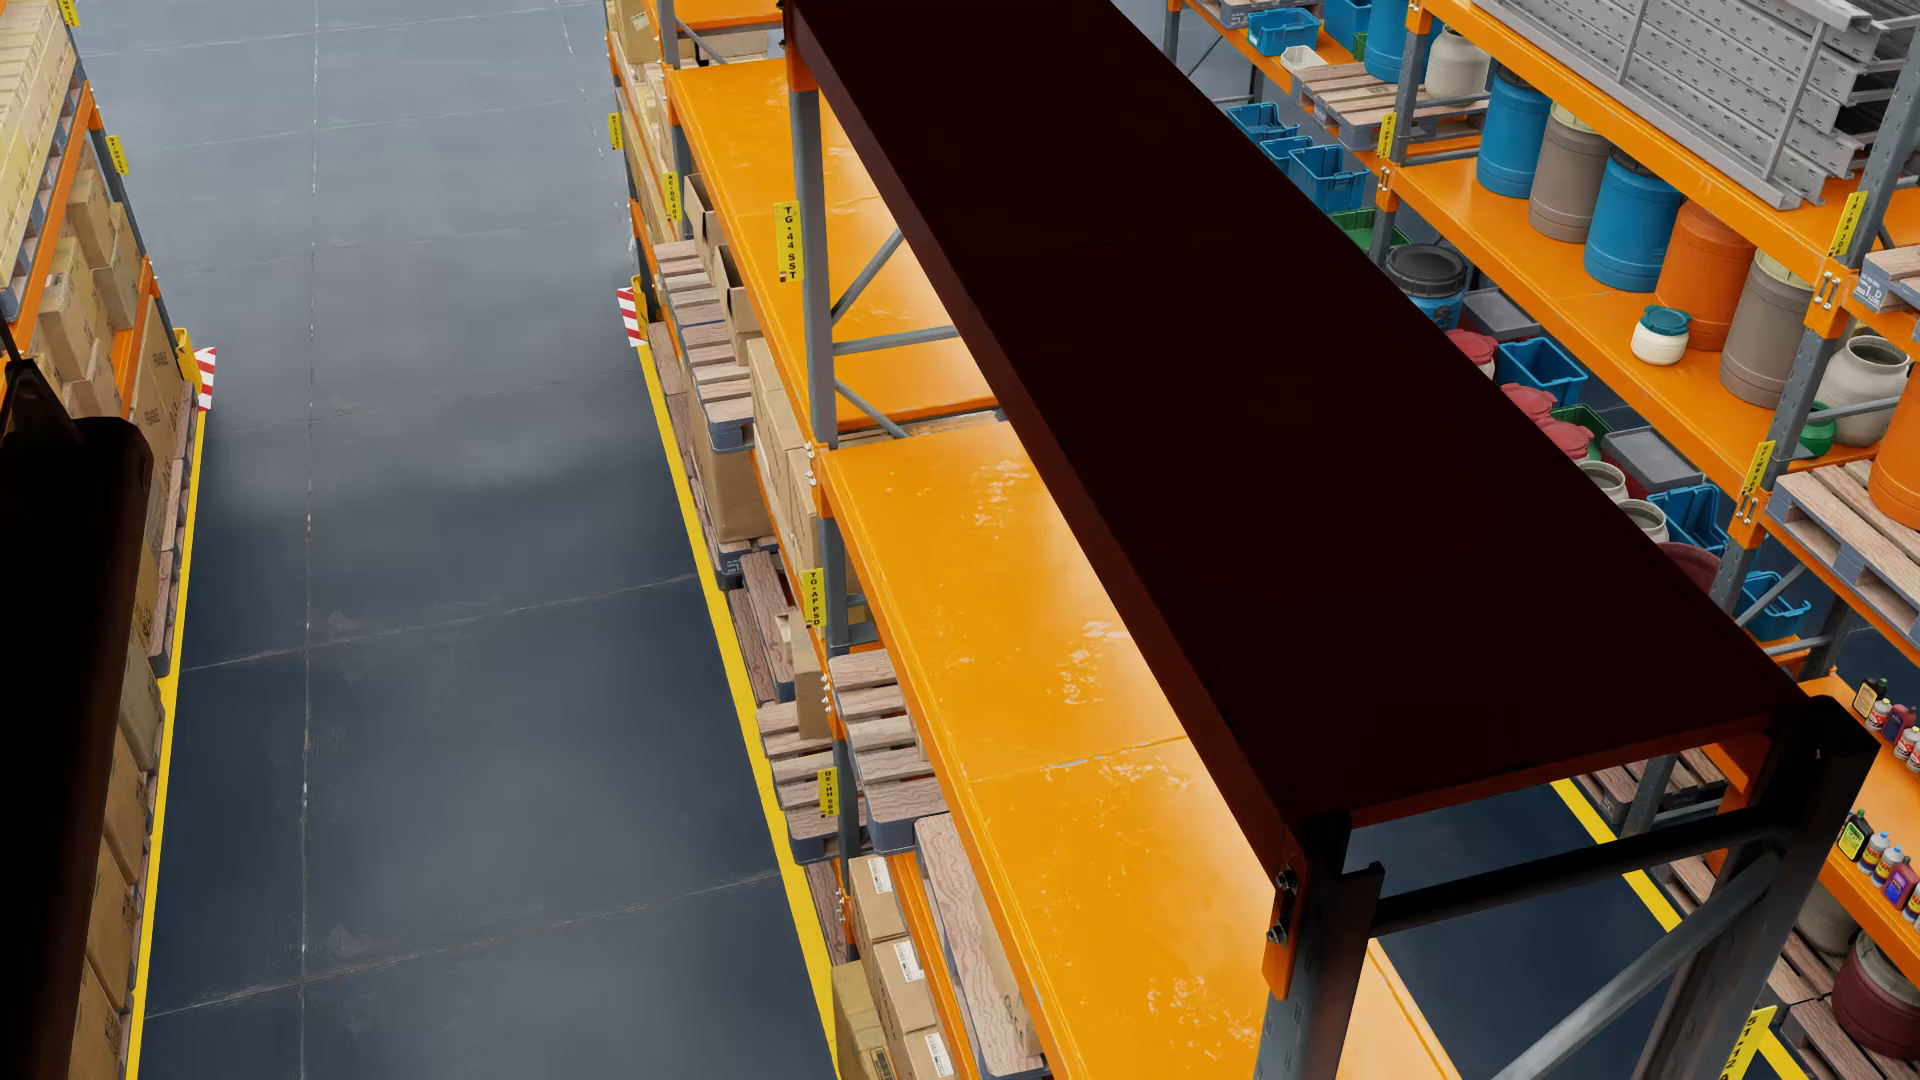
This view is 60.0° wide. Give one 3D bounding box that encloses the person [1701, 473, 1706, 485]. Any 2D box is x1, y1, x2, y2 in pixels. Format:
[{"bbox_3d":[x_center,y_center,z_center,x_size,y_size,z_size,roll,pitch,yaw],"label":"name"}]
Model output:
[{"bbox_3d":[4.803,-0.133,11.602,0.525,1.716,1.092,0,38,0],"label":"person"}]
